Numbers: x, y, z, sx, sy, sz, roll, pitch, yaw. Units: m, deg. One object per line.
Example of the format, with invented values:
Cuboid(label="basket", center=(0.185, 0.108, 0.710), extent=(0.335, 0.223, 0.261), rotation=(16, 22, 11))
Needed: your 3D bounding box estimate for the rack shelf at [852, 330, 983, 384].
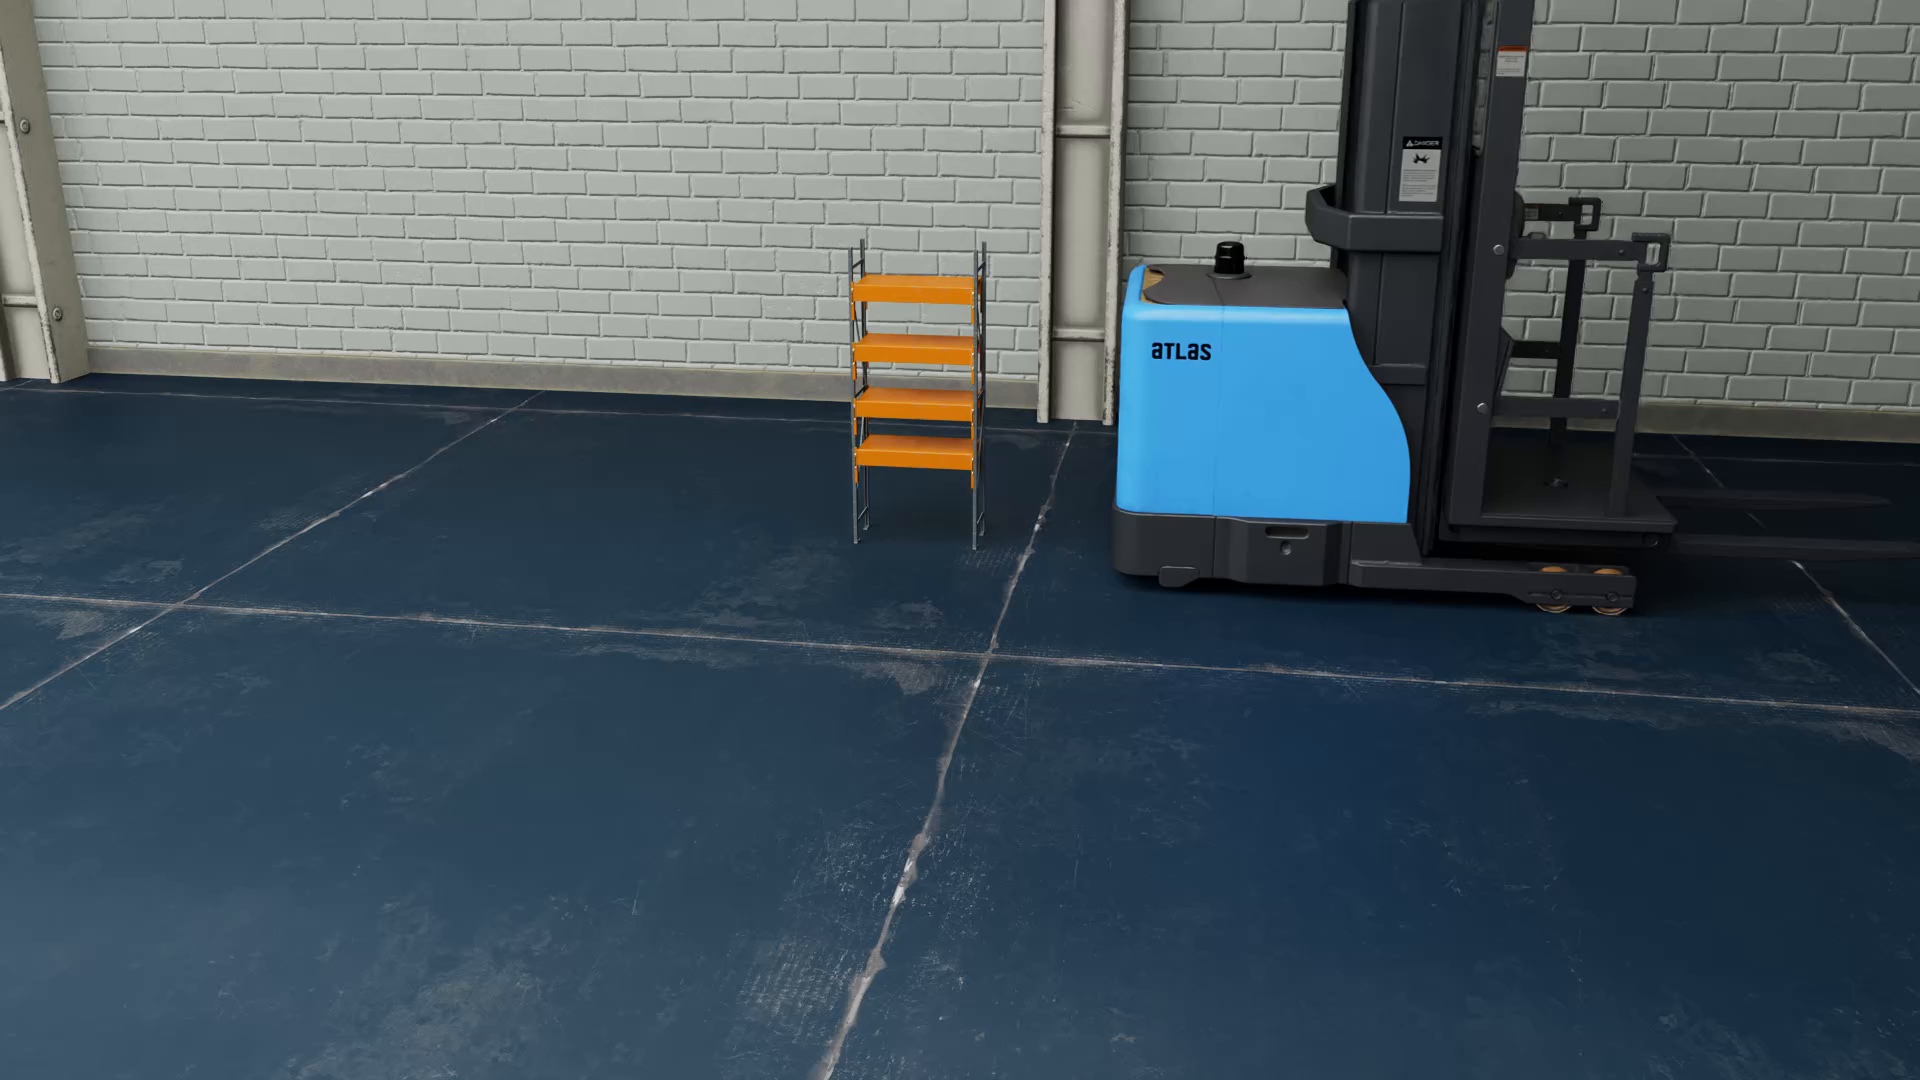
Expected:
Cuboid(label="rack shelf", center=(-0.163, -0.726, 6.588), extent=(0.480, 0.148, 0.258), rotation=(3, 19, 9))

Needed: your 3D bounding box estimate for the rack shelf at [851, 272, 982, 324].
Cuboid(label="rack shelf", center=(-0.163, -0.950, 6.513), extent=(0.480, 0.148, 0.258), rotation=(3, 19, 9))

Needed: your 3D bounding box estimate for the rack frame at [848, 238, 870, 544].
Cuboid(label="rack frame", center=(-0.404, -0.590, 6.674), extent=(0.015, 1.200, 0.240), rotation=(3, 19, 9))

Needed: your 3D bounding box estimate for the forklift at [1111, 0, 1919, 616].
Cuboid(label="forklift", center=(2.127, -1.298, 6.062), extent=(3.031, 2.935, 1.130), rotation=(2, 19, 7))

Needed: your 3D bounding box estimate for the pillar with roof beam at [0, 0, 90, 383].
Cuboid(label="pillar with roof beam", center=(-5.986, -3.871, 4.189), extent=(0.400, 9.000, 9.100), rotation=(3, 19, 9))

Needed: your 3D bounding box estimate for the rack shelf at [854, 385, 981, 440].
Cuboid(label="rack shelf", center=(-0.163, -0.514, 6.659), extent=(0.480, 0.148, 0.258), rotation=(3, 19, 9))

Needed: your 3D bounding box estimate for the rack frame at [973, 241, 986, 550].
Cuboid(label="rack frame", center=(0.077, -0.565, 6.601), extent=(0.015, 1.200, 0.240), rotation=(3, 19, 9))

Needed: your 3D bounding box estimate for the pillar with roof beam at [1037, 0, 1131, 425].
Cuboid(label="pillar with roof beam", center=(-0.062, -3.569, 3.287), extent=(0.400, 9.000, 9.100), rotation=(3, 19, 9))

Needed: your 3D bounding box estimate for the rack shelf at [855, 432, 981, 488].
Cuboid(label="rack shelf", center=(-0.163, -0.325, 6.722), extent=(0.480, 0.148, 0.258), rotation=(3, 19, 9))

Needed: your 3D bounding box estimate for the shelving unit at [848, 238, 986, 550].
Cuboid(label="shelving unit", center=(-0.163, -0.577, 6.638), extent=(0.503, 1.200, 0.258), rotation=(3, 19, 9))
